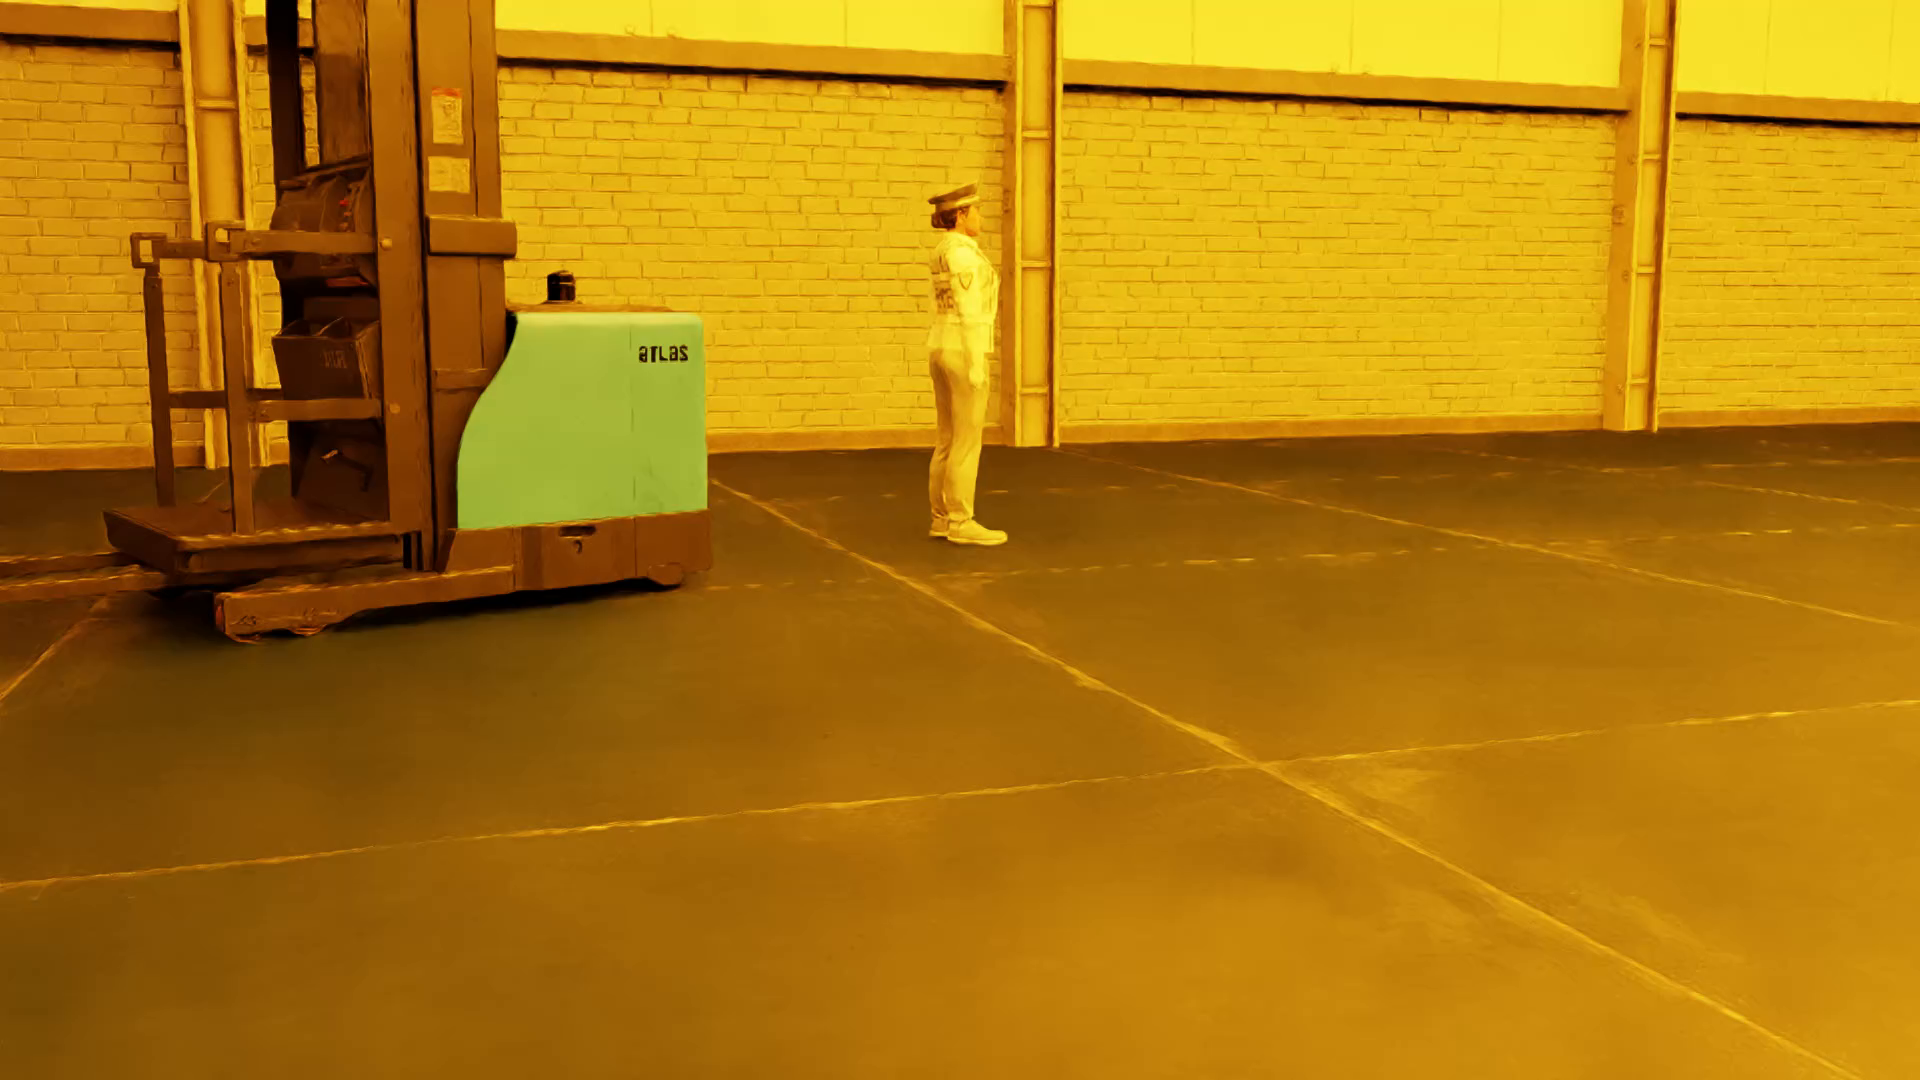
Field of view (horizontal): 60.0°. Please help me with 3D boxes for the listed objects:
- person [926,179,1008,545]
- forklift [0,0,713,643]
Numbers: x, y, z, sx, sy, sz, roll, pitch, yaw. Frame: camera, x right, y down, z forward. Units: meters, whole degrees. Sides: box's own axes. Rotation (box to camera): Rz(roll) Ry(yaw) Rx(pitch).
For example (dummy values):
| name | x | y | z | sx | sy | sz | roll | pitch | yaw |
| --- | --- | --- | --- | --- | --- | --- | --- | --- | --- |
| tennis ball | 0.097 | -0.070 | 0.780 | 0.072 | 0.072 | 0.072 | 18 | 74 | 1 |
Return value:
| name | x | y | z | sx | sy | sz | roll | pitch | yaw |
| --- | --- | --- | --- | --- | --- | --- | --- | --- | --- |
| person | 0.014 | -0.836 | 7.816 | 0.337 | 1.692 | 0.463 | -3 | 8 | -18 |
| forklift | -2.446 | -1.196 | 5.839 | 3.031 | 2.935 | 1.130 | -6 | 10 | -38 |
